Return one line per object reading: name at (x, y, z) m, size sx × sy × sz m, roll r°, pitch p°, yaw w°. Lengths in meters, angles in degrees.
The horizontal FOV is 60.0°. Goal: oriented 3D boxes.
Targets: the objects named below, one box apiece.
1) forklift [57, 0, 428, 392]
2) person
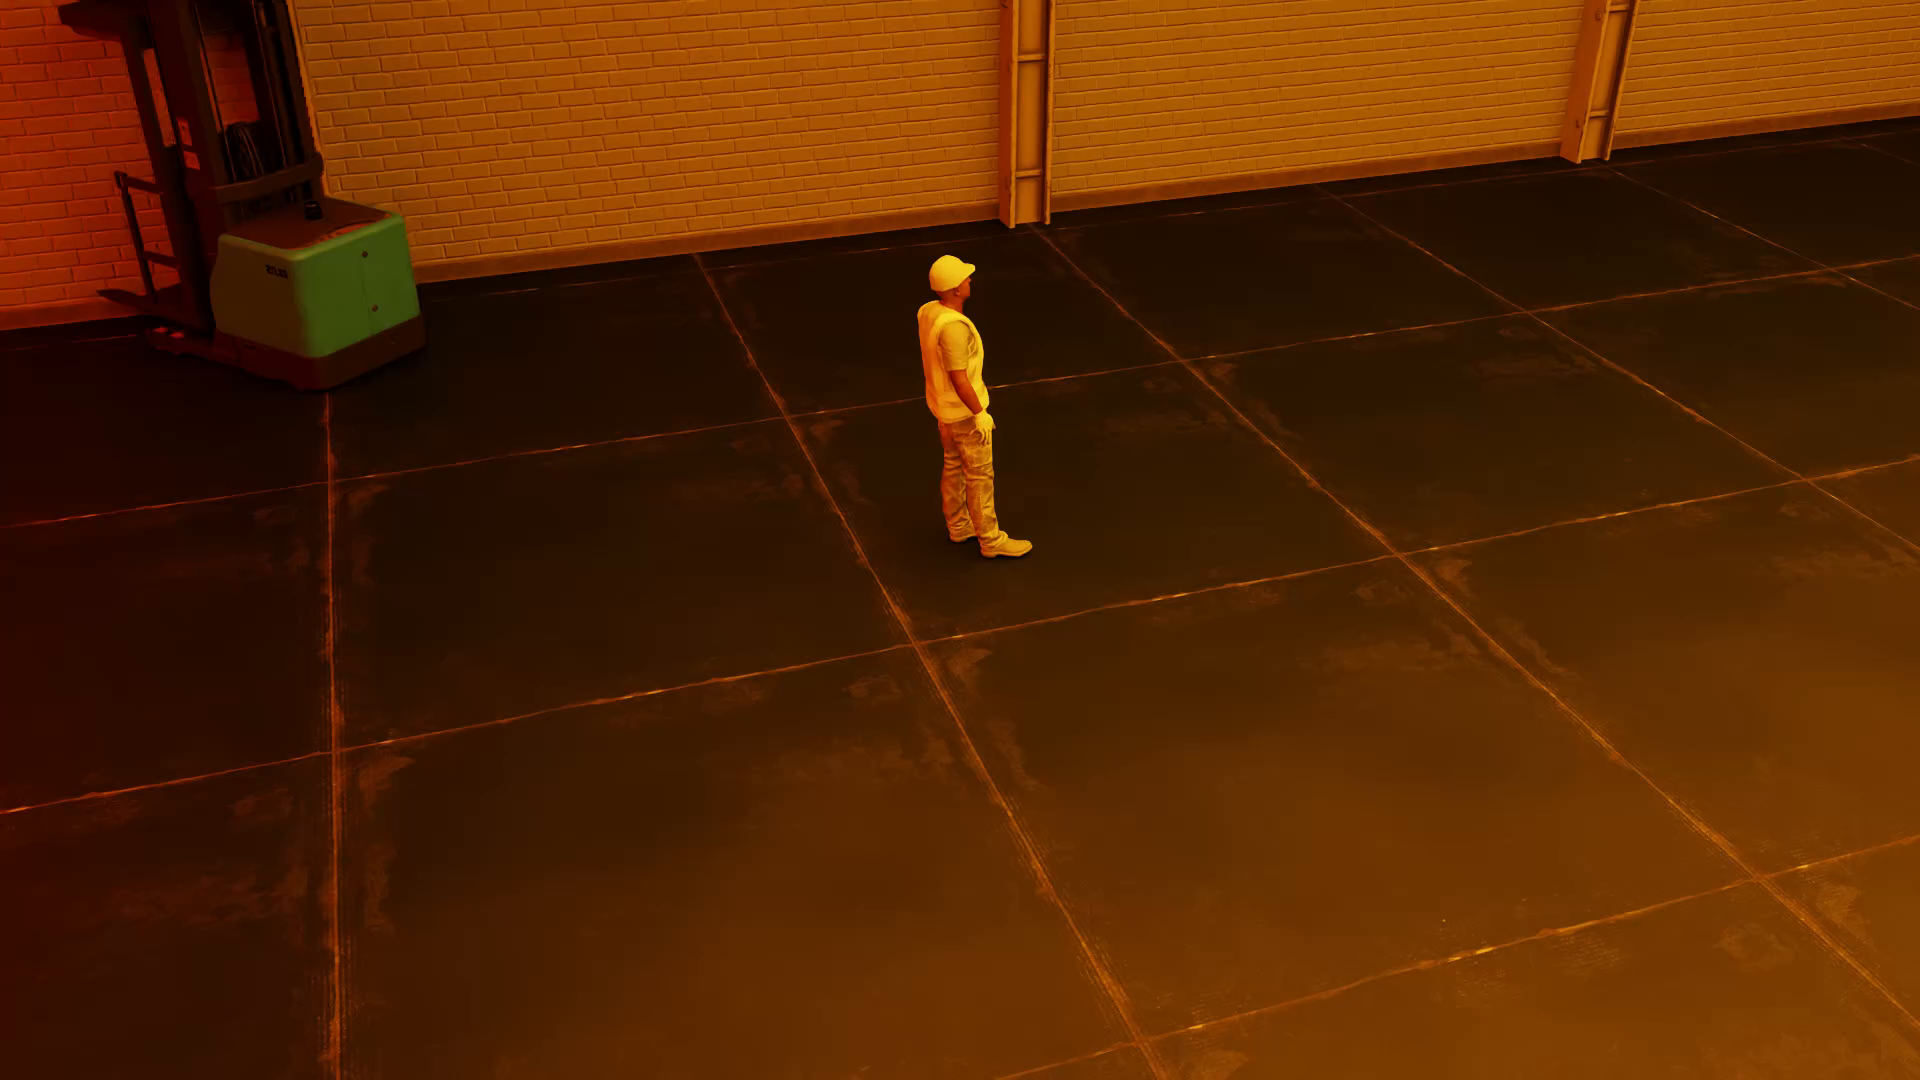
forklift at (-5.508, -2.858, 12.054) m, size 3.031 × 2.935 × 1.130 m, roll 17°, pitch 34°, yaw 27°
person at (0.071, -0.786, 9.590) m, size 0.577 × 1.782 × 0.656 m, roll -10°, pitch 31°, yaw -16°
